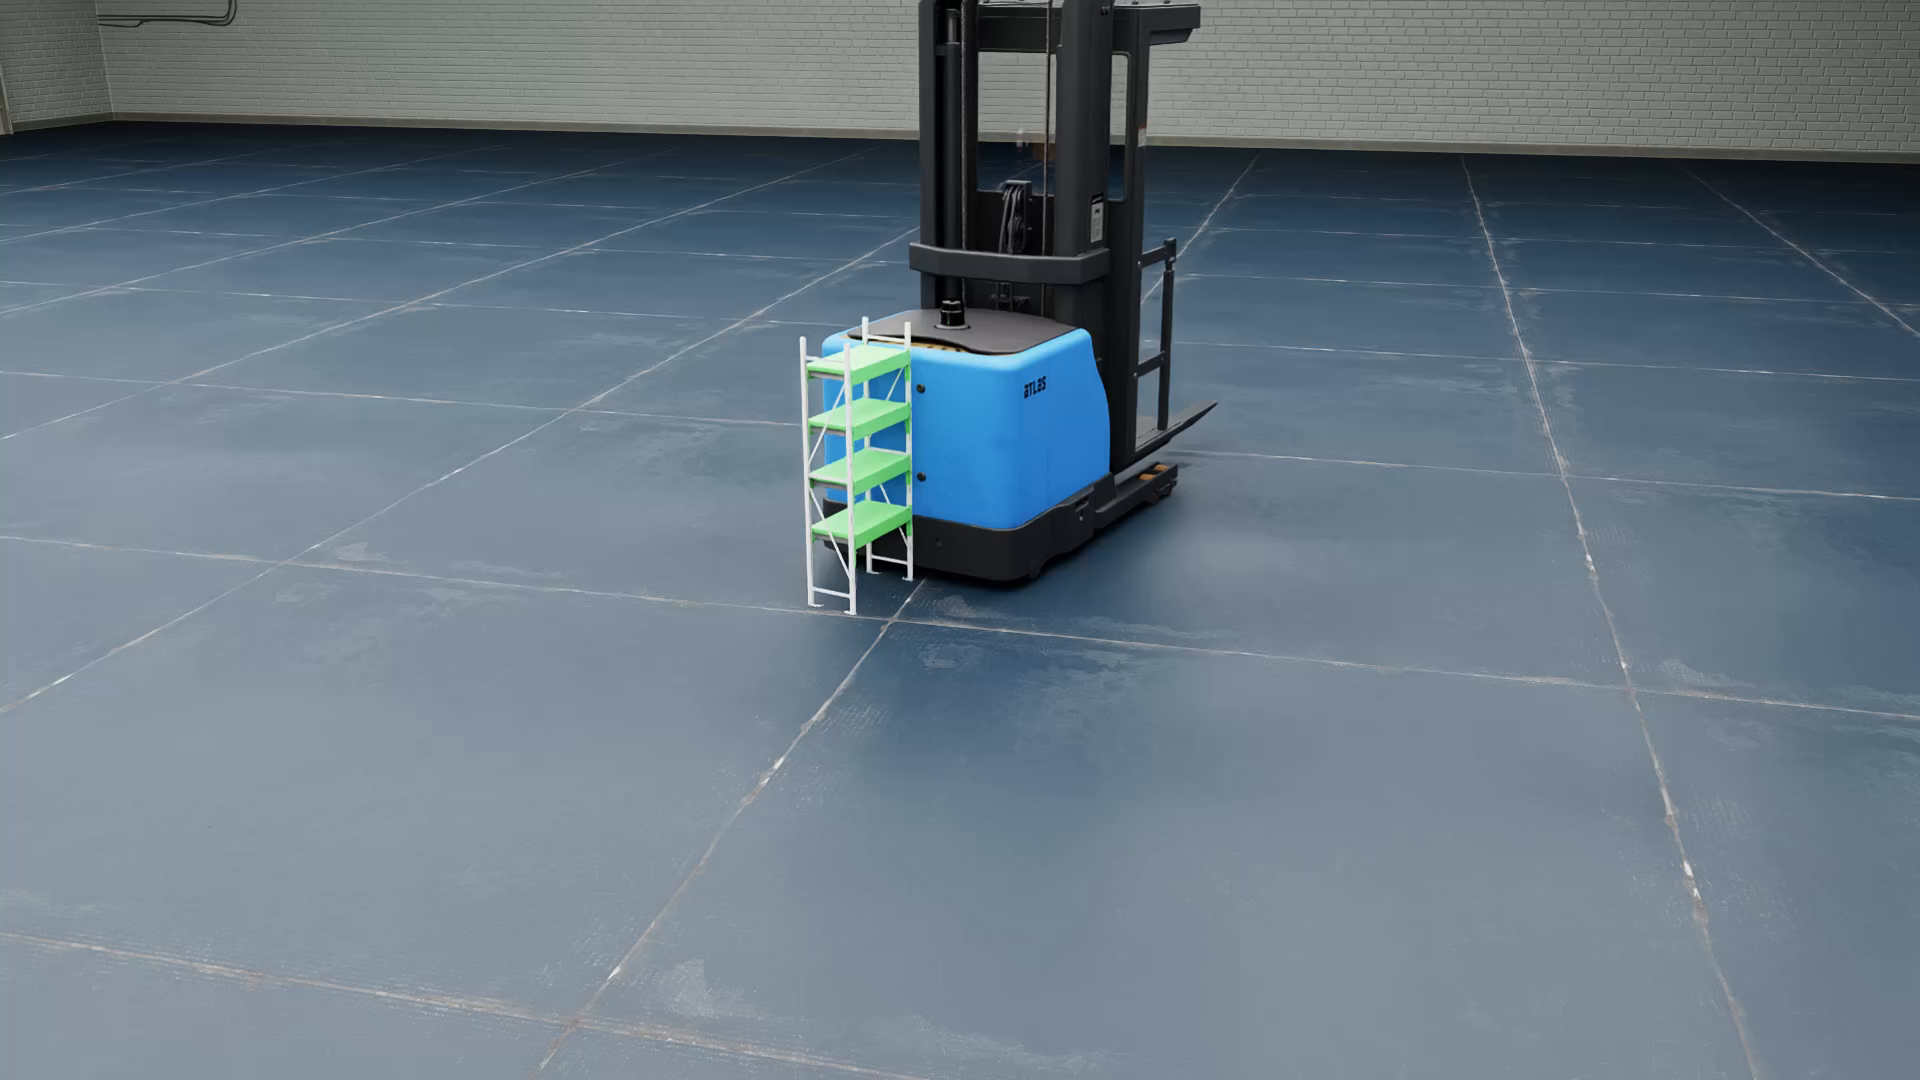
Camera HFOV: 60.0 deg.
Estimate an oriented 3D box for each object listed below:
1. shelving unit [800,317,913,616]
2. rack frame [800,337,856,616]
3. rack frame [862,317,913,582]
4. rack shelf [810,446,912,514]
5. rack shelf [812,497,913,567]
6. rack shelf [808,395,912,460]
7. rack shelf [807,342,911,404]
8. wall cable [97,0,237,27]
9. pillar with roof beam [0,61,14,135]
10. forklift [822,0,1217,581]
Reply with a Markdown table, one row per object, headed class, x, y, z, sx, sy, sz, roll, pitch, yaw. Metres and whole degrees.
| class | x | y | z | sx | sy | sz | roll | pitch | yaw |
| --- | --- | --- | --- | --- | --- | --- | --- | --- | --- |
| shelving unit | -0.442 | -0.329 | 7.294 | 0.258 | 1.200 | 0.503 | 10 | 21 | 27 |
| rack frame | -0.561 | -0.260 | 7.092 | 0.240 | 1.200 | 0.015 | 10 | 21 | 27 |
| rack frame | -0.324 | -0.398 | 7.496 | 0.240 | 1.200 | 0.015 | 10 | 21 | 27 |
| rack shelf | -0.442 | -0.268 | 7.315 | 0.258 | 0.148 | 0.480 | 10 | 21 | 27 |
| rack shelf | -0.442 | -0.041 | 7.392 | 0.258 | 0.148 | 0.480 | 10 | 21 | 27 |
| rack shelf | -0.442 | -0.496 | 7.237 | 0.258 | 0.148 | 0.480 | 10 | 21 | 27 |
| rack shelf | -0.442 | -0.723 | 7.160 | 0.258 | 0.148 | 0.480 | 10 | 21 | 27 |
| wall cable | -14.562 | -10.586 | 30.062 | 3.097 | 2.526 | 0.112 | 5 | 19 | 13 |
| pillar with roof beam | -12.390 | -10.896 | 26.167 | 9.100 | 9.000 | 0.400 | 5 | 19 | 13 |
| forklift | 0.510 | -1.633 | 8.434 | 1.130 | 2.935 | 3.031 | 10 | 21 | 27 |
